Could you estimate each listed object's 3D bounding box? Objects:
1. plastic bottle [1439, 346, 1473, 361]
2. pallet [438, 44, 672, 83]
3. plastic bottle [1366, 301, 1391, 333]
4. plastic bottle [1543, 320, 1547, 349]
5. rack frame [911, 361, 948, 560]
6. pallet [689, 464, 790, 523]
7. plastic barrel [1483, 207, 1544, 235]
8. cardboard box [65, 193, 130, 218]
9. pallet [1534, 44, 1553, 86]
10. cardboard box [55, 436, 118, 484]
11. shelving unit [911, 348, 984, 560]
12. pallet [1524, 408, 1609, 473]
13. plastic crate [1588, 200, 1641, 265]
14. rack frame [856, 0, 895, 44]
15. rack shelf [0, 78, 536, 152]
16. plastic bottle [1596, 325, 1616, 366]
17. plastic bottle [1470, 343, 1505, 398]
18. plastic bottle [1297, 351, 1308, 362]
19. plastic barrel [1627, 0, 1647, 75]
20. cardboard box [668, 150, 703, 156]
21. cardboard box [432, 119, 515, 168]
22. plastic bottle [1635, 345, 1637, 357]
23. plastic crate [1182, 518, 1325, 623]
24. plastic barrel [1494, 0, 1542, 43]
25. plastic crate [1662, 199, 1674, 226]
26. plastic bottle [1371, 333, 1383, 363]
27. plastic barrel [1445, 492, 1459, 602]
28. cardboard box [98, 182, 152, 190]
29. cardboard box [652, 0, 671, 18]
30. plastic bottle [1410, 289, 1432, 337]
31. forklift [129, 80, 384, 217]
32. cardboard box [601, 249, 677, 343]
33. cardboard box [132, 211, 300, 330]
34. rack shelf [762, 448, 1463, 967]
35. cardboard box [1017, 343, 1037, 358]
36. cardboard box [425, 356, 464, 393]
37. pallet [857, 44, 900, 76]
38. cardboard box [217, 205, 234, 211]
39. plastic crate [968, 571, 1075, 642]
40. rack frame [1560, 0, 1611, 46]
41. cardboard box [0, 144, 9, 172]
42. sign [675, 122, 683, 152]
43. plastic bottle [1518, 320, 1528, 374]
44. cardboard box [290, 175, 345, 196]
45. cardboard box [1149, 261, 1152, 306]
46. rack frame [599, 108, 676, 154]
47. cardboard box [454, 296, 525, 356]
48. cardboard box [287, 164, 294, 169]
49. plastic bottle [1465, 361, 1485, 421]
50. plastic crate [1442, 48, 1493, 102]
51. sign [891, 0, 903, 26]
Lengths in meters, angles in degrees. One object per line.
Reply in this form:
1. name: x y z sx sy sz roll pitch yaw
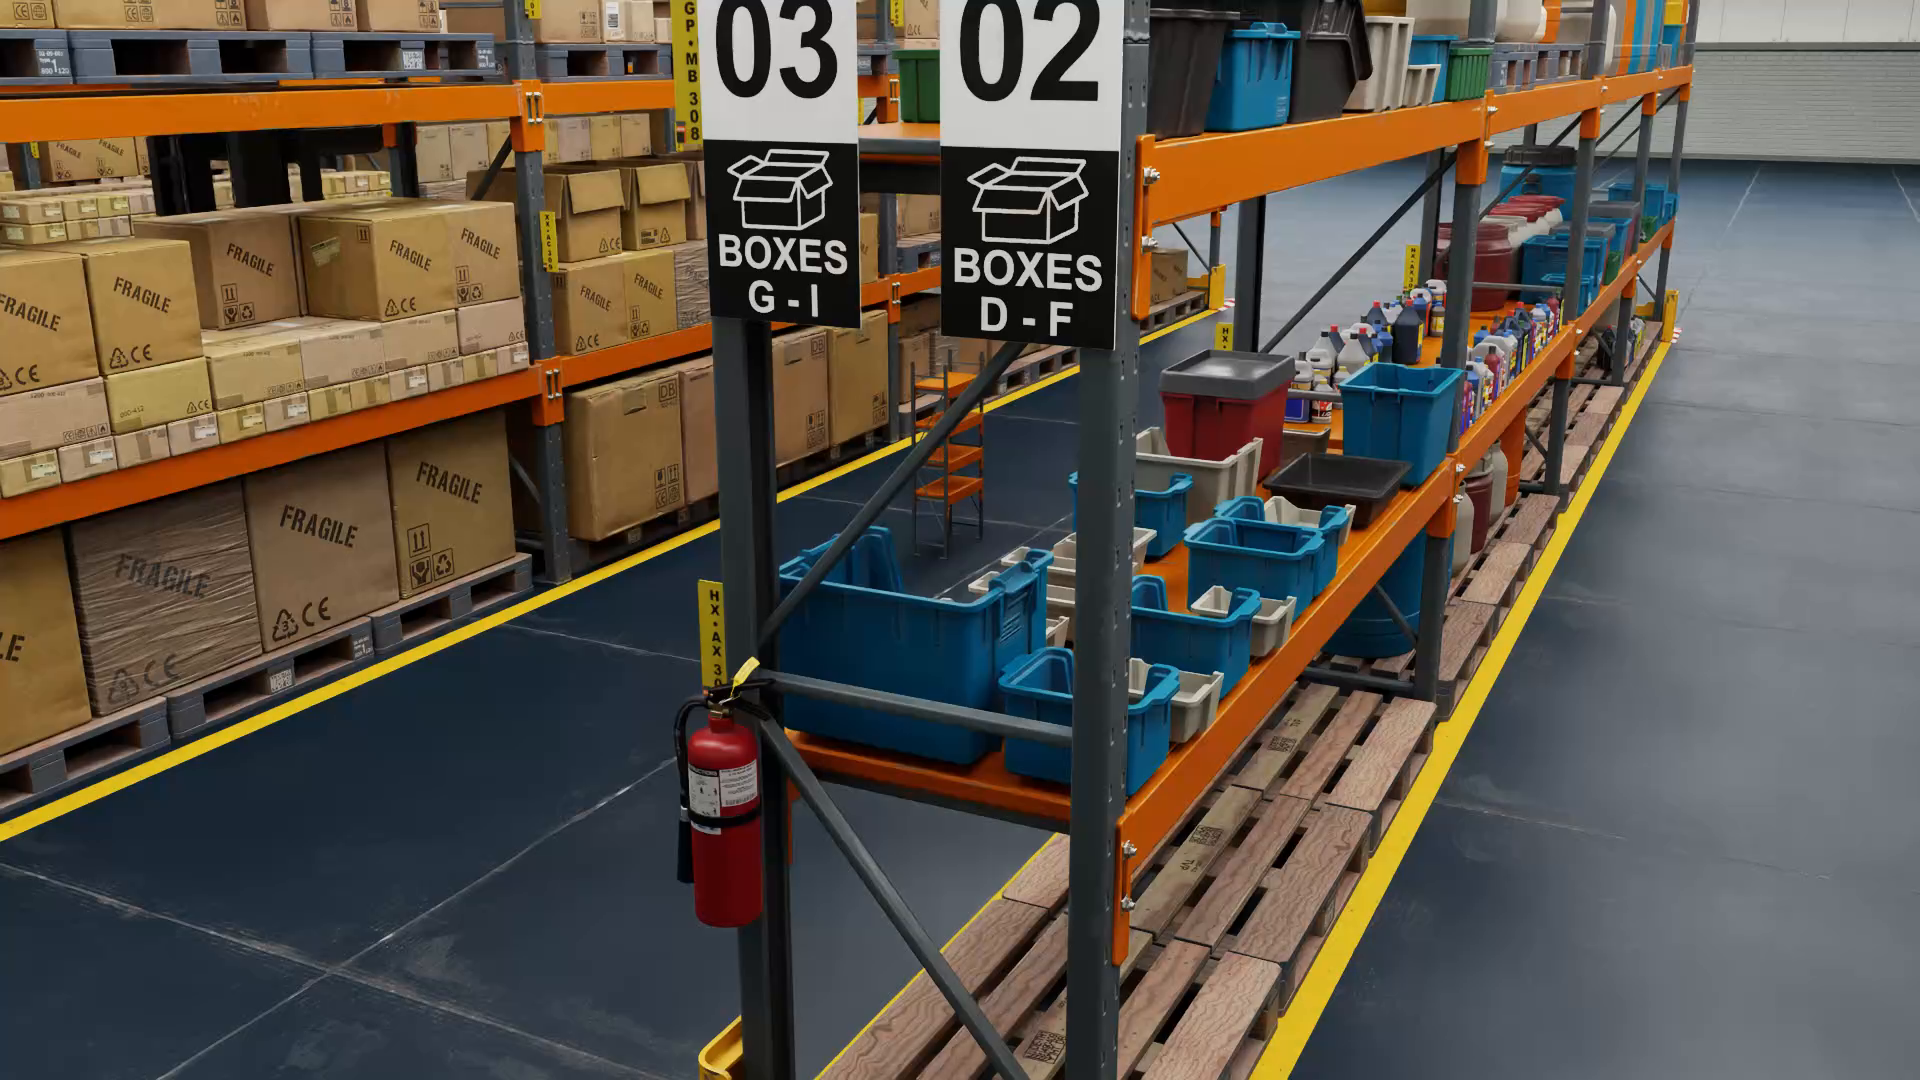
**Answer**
1. plastic bottle: 2.515 -0.881 8.439 0.152 0.276 0.135 8 18 25
2. pallet: -2.375 -2.832 9.858 0.805 0.209 1.217 7 18 23
3. plastic bottle: 2.300 -1.148 9.209 0.144 0.351 0.185 8 18 25
4. plastic bottle: 3.377 -1.222 9.718 0.097 0.201 0.097 0 17 0
5. rack frame: -0.183 -0.471 10.002 0.240 1.200 0.015 8 18 25
6. pallet: -1.919 -0.427 11.591 1.003 0.211 1.213 8 18 25
7. plastic barrel: 4.120 -2.206 12.443 0.433 0.535 0.433 0 17 0
8. cardboard box: -6.309 -2.447 12.154 0.380 0.149 0.250 8 18 26
9. pallet: 2.457 -2.464 8.616 1.003 0.211 1.213 8 18 25
10. cardboard box: -3.731 -0.352 6.883 0.380 0.149 0.250 8 18 25
11. shelving unit: -0.074 -0.533 10.212 0.258 1.200 0.503 8 18 25
12. pallet: 4.405 -0.800 12.846 1.003 0.211 1.213 8 18 25
13. plastic crate: 5.322 -2.522 13.634 0.402 0.464 0.583 8 18 25
14. rack frame: -0.953 -5.140 12.026 1.000 3.000 0.127 8 18 25
15. rack shelf: -3.634 -1.829 7.410 1.077 0.370 4.000 8 18 25
16. plastic bottle: 5.868 -1.765 15.080 0.144 0.351 0.185 8 18 25
17. plastic bottle: 2.652 -0.861 8.374 0.152 0.276 0.135 8 18 25
18. plastic bottle: 1.640 -0.766 8.040 0.061 0.283 0.133 8 18 25
19. plastic barrel: 4.647 -3.841 12.040 0.600 0.901 0.708 8 18 25
20. cardboard box: -1.588 -2.444 11.546 0.797 0.503 0.637 9 19 27
21. cardboard box: -4.684 -3.822 16.191 0.700 0.500 0.500 8 18 25
22. plastic bottle: 6.229 -1.793 15.434 0.097 0.201 0.097 0 17 0
23. plastic crate: 0.896 0.098 5.113 0.416 0.233 0.300 8 18 25
24. plastic barrel: 2.820 -2.868 8.668 0.433 0.535 0.433 0 17 0
25. plastic crate: 6.801 -3.271 16.529 0.499 0.251 0.408 8 18 25
26. plastic bottle: 2.146 -0.940 8.647 0.097 0.271 0.097 0 17 0
27. plastic barrel: 2.265 -0.128 8.634 0.600 0.901 0.708 8 18 25
28. cardboard box: -6.545 -2.727 13.098 0.380 0.149 0.250 7 18 23
29. cardboard box: -1.847 -3.430 10.618 0.797 0.503 0.637 8 18 25
30. plastic bottle: 2.788 -1.388 10.147 0.152 0.276 0.135 8 18 25
31. forklift: -4.482 -1.743 11.244 1.130 2.935 3.031 8 18 25
32. cardboard box: -2.088 -1.507 10.155 0.500 0.500 0.500 8 18 25
33. cardboard box: -3.639 -1.329 8.154 0.500 0.500 0.500 7 18 24
34. rack shelf: 0.796 0.239 5.716 1.077 0.370 4.000 8 18 25
35. cardboard box: 0.310 -2.023 15.686 0.700 0.500 0.500 8 18 25
36. cardboard box: -2.814 -0.875 8.643 0.380 0.149 0.250 8 18 24
37. pallet: -1.194 -3.441 11.905 1.213 0.211 1.003 9 19 28
38. cardboard box: -5.848 -2.566 13.078 0.380 0.149 0.250 8 18 24
39. plastic crate: 0.248 0.198 4.946 0.396 0.136 0.243 8 18 25
40. rack frame: 3.478 -4.510 9.905 1.000 3.000 0.127 8 18 25
41. cardboard box: -9.816 -3.888 16.413 0.500 0.500 0.500 8 18 24
42. sign: -3.068 -4.391 18.144 0.100 0.325 0.005 8 18 25
43. plastic bottle: 3.026 -1.049 8.993 0.061 0.283 0.133 8 18 25
44. cardboard box: -5.386 -2.974 13.927 0.380 0.149 0.250 9 19 27
45. cardboard box: 1.794 -2.835 18.453 0.500 0.500 0.500 10 19 30
46. rack frame: -3.558 -3.940 18.522 1.000 3.000 0.127 8 18 25
47. cardboard box: -2.703 -1.171 8.938 0.500 0.250 0.500 8 18 24
48. cardboard box: -8.148 -4.394 19.753 0.380 0.149 0.250 8 18 24
49. plastic bottle: 2.401 -0.719 7.894 0.152 0.276 0.135 8 18 25
50. plastic crate: 1.771 -1.806 6.439 0.450 0.188 0.662 8 18 25
51. sign: -0.461 -3.916 12.124 0.100 0.325 0.005 8 18 25
